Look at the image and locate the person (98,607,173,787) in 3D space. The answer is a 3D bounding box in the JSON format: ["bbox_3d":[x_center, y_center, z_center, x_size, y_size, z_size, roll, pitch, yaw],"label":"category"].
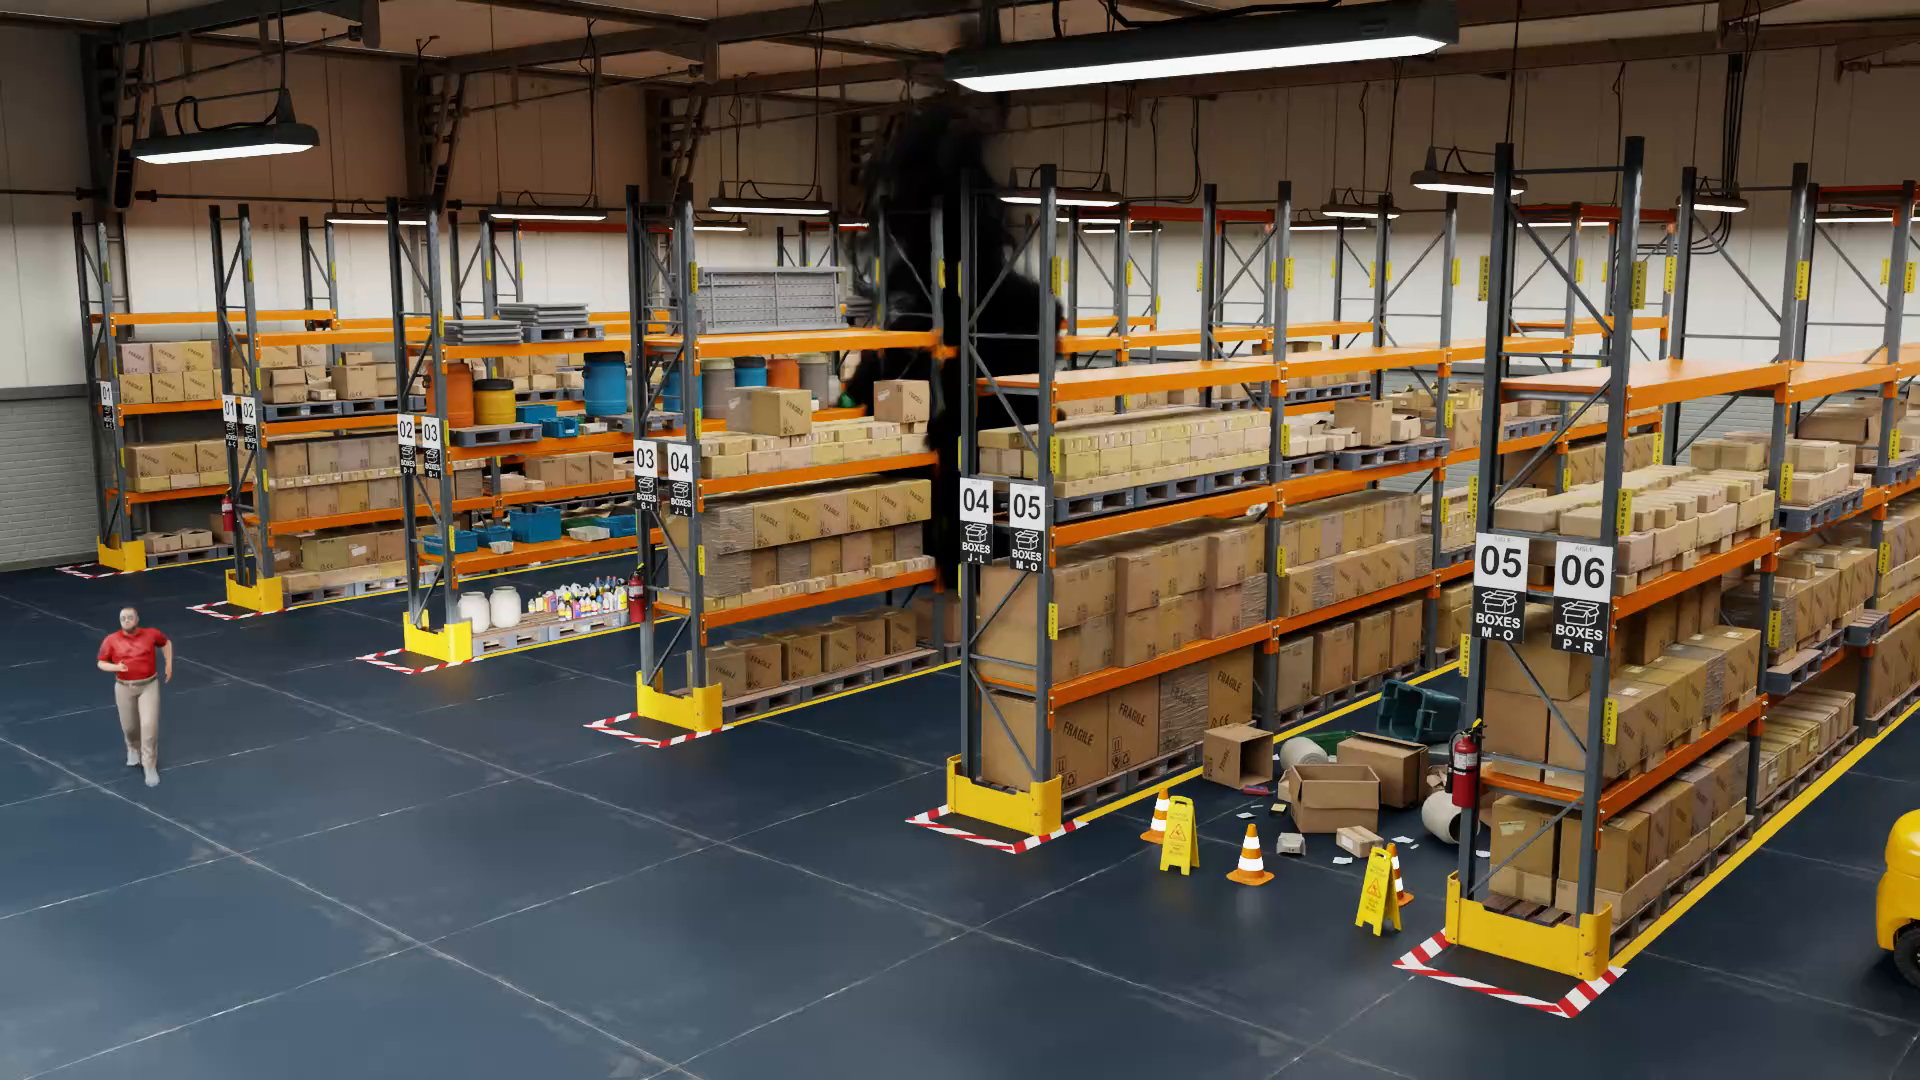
[{"bbox_3d":[-8.335,1.539,16.847,0.669,1.740,0.977,-4,10,-22],"label":"person"}]

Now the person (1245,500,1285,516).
[{"bbox_3d":[4.485,-0.065,24.731,0.720,1.771,0.846,8,12,39],"label":"person"}]
